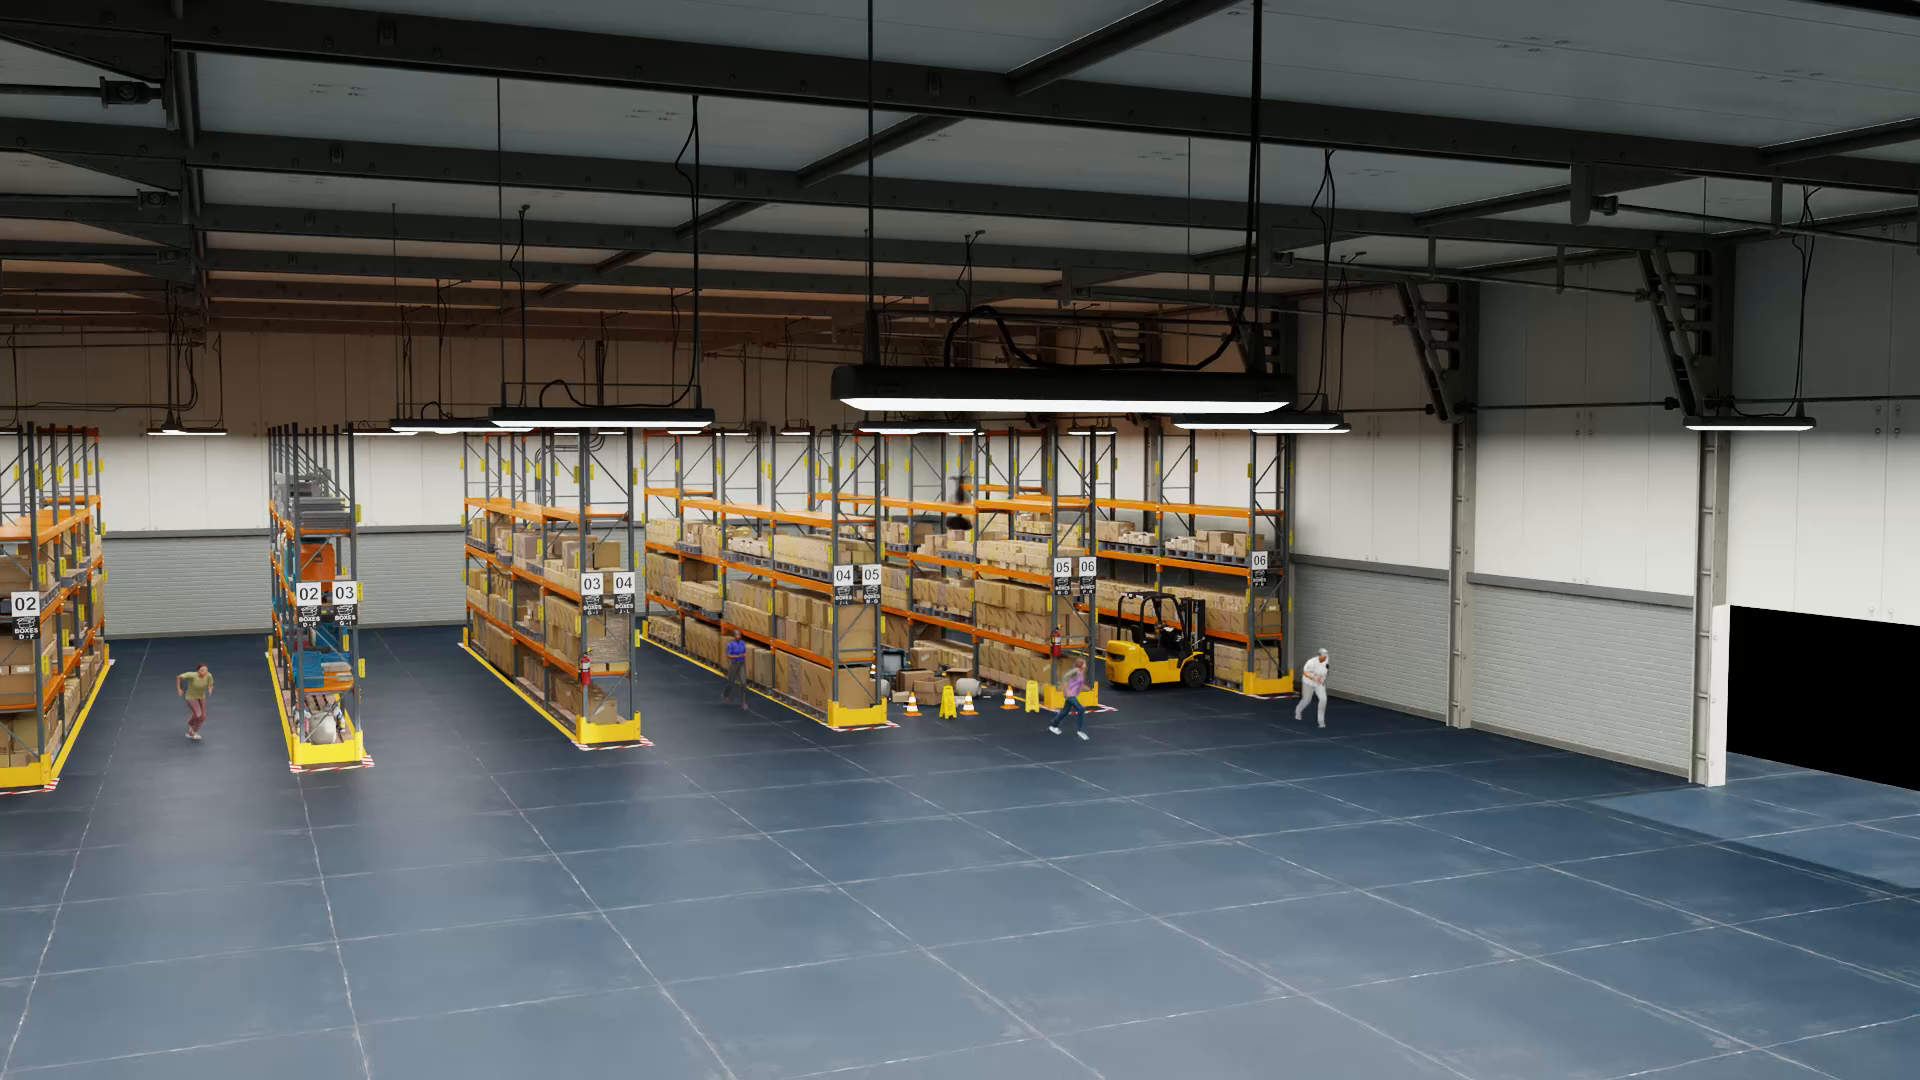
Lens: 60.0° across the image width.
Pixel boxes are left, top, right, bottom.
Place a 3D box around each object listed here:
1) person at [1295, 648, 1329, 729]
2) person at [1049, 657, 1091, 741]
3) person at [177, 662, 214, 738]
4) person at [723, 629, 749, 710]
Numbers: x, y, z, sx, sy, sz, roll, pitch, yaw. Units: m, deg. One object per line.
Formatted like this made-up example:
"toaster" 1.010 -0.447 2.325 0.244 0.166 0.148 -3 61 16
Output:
"person" 7.048 2.932 33.223 0.648 1.627 1.036 -2 4 -25
"person" 2.081 3.009 31.705 0.864 1.576 0.529 2 4 24
"person" -14.486 3.048 31.515 0.808 1.503 0.605 3 5 40
"person" -4.746 2.716 35.249 0.566 1.662 0.929 -2 4 -35
